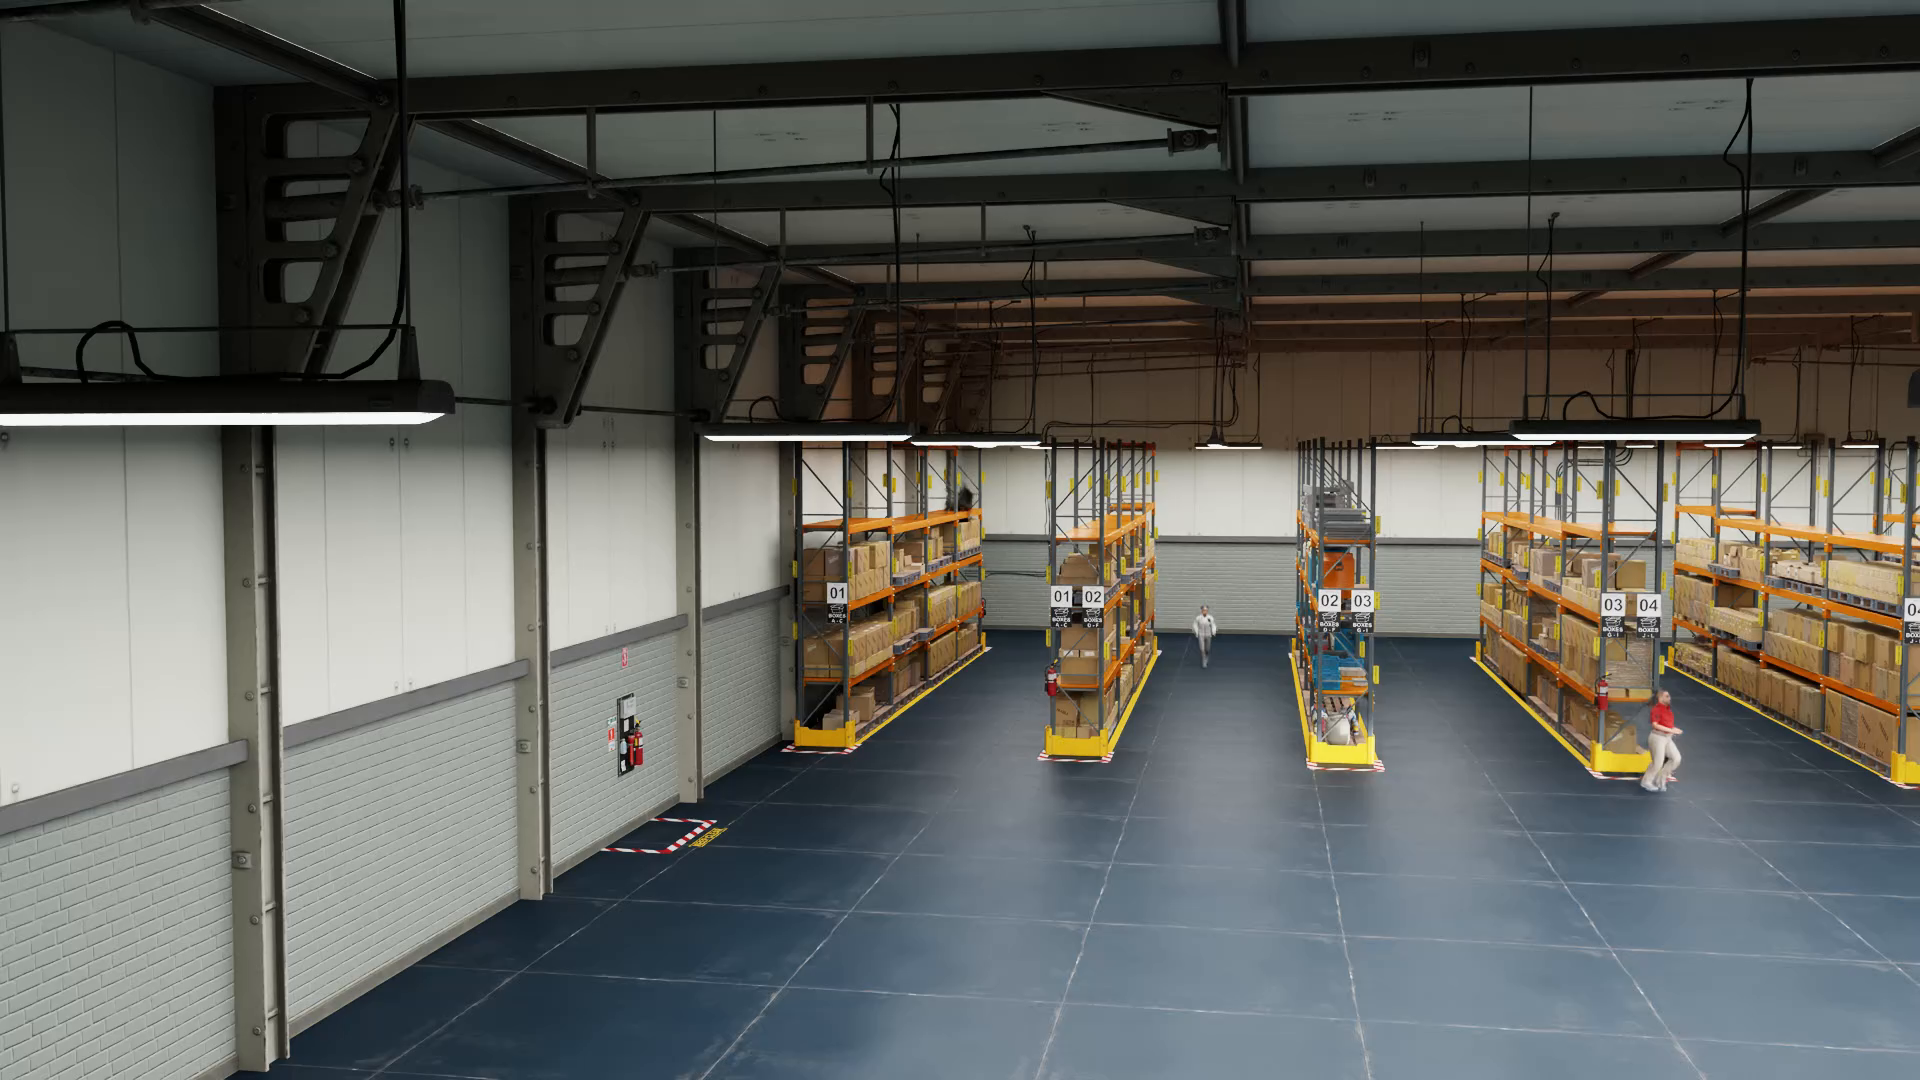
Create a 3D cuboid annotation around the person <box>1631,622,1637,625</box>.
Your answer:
[{"bbox_3d":[17.771,2.520,44.443,0.698,1.706,0.556,2,4,34],"label":"person"}]

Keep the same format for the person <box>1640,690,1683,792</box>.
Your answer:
[{"bbox_3d":[11.859,3.403,27.983,0.688,1.760,0.681,-3,4,-41],"label":"person"}]

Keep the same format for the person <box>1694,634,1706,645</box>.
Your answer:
[{"bbox_3d":[20.379,2.506,45.655,0.613,1.596,0.516,-3,4,-43],"label":"person"}]

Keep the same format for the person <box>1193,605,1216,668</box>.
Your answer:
[{"bbox_3d":[6.535,2.561,44.451,0.603,1.653,0.707,0,3,5],"label":"person"}]
